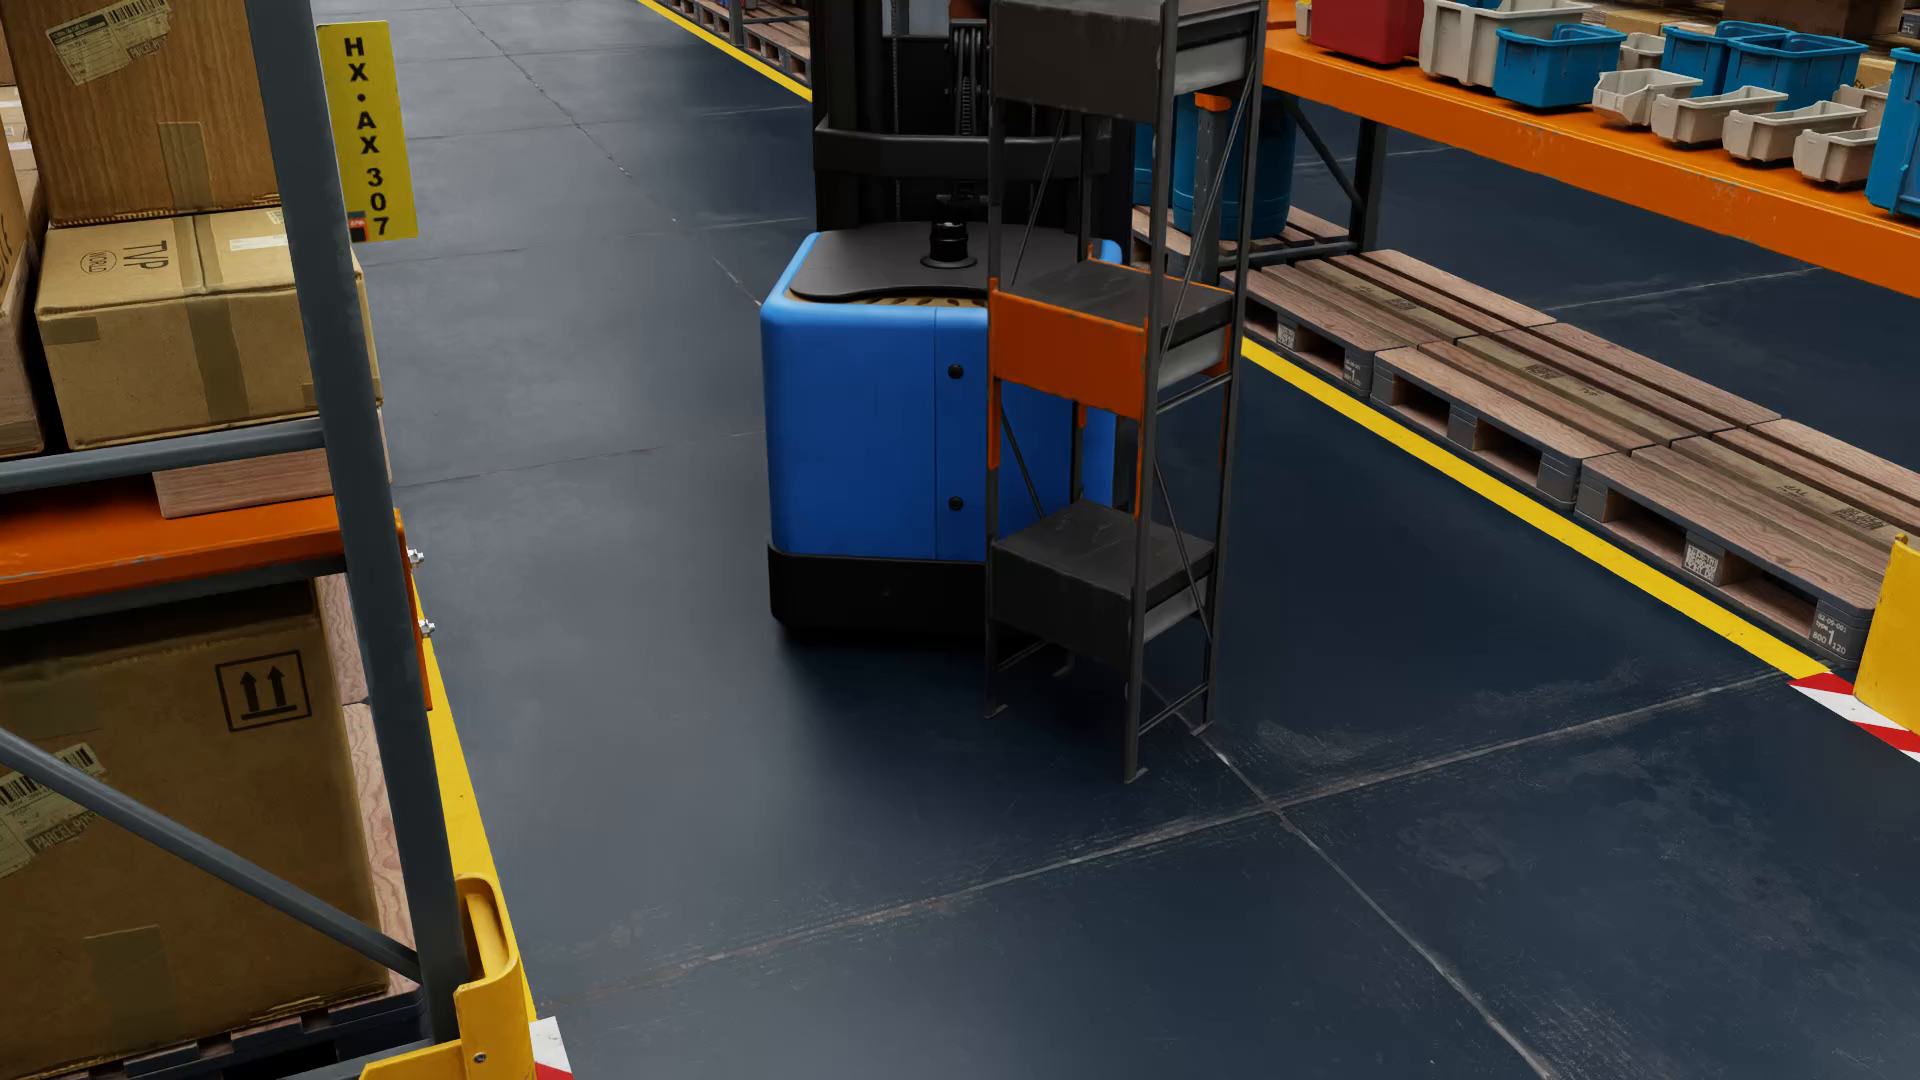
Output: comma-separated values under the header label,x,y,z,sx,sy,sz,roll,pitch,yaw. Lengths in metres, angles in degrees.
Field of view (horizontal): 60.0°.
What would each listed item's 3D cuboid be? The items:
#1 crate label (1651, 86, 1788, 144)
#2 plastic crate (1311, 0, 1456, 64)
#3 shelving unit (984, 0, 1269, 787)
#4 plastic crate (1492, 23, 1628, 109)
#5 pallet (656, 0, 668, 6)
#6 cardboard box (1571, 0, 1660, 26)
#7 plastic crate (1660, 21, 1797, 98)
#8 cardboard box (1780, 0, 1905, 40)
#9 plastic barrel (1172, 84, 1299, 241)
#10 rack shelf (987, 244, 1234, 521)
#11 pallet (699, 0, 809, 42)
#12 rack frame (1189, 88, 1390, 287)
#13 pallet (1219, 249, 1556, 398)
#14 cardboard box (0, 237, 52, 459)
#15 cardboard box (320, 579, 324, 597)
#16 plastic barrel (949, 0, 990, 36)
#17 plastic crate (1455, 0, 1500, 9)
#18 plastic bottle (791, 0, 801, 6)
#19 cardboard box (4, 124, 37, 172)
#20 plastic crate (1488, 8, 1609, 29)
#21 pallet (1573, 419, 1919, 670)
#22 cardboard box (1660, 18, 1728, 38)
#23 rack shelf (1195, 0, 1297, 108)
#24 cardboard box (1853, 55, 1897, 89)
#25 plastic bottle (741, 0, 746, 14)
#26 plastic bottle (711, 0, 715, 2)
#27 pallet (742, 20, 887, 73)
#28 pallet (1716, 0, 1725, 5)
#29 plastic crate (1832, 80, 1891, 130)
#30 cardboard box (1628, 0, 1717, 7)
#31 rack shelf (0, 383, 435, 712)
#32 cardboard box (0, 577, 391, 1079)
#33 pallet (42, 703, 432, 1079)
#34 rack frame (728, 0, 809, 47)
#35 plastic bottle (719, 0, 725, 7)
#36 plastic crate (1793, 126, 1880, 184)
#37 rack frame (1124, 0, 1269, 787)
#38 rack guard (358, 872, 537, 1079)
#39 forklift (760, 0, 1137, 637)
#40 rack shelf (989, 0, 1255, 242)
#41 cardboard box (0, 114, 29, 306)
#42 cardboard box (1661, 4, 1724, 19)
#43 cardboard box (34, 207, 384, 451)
label,x,y,z,sx,sy,sz,roll,pitch,yaw
crate label,2.436,-1.379,5.388,0.396,0.136,0.243,-11,28,-21
plastic crate,1.706,-2.212,6.719,0.402,0.464,0.583,-11,28,-21
shelving unit,0.389,-0.428,4.233,0.503,2.100,0.431,21,33,36
plastic crate,2.114,-1.681,5.897,0.416,0.233,0.300,-11,28,-21
pallet,-2.726,-5.799,17.387,1.003,0.211,1.213,-11,28,-21
cardboard box,4.706,-3.655,12.165,0.500,0.500,0.500,-12,28,-22
plastic crate,2.727,-1.705,5.946,0.416,0.233,0.300,-11,28,-21
cardboard box,5.790,-3.461,10.913,0.500,0.250,0.500,-11,28,-20
plastic barrel,1.390,-2.028,8.397,0.600,0.901,0.708,-11,28,-21
rack shelf,0.389,-0.416,4.239,0.480,0.518,0.431,21,33,36
pallet,-1.770,-4.814,15.370,1.003,0.211,1.213,-11,28,-21
rack frame,1.587,-2.559,7.573,1.000,3.000,0.127,-11,28,-21
pallet,1.911,-1.016,7.591,1.003,0.211,1.213,-11,28,-21
cardboard box,-1.837,-0.310,2.798,0.500,0.250,0.500,-11,28,-21
cardboard box,-2.433,-0.299,4.886,0.875,0.875,0.875,-11,28,-21
plastic barrel,0.228,-3.193,10.866,0.600,0.830,0.708,-11,28,-21
plastic crate,2.084,-2.449,7.298,0.392,0.384,0.575,-11,28,-21
plastic bottle,-1.516,-5.077,15.325,0.061,0.283,0.133,-11,28,-21
cardboard box,-2.235,-0.720,3.638,0.500,0.250,0.500,-12,28,-22
plastic crate,2.273,-2.057,6.789,0.437,0.125,0.590,-11,28,-21
pallet,2.867,-0.031,5.573,1.003,0.211,1.213,-11,28,-21
cardboard box,5.107,-3.242,11.319,0.500,0.500,0.500,-12,28,-22
rack shelf,0.804,-3.044,9.385,1.077,0.370,4.000,-11,28,-21
cardboard box,5.690,-2.633,10.072,0.500,0.500,0.500,-11,28,-21
plastic bottle,-1.974,-4.822,14.896,0.097,0.201,0.097,0,26,0
plastic bottle,-2.264,-5.215,15.529,0.144,0.351,0.185,-11,28,-21
pallet,-1.202,-4.226,14.164,1.003,0.211,1.213,-11,28,-21
pallet,8.358,-5.431,16.633,1.003,0.211,1.213,-11,28,-21
plastic crate,3.045,-1.427,5.486,0.250,0.136,0.298,-11,28,-21
cardboard box,5.188,-4.076,12.172,0.500,0.250,0.500,-9,28,-19
rack shelf,-2.187,-0.578,4.334,1.077,0.370,4.000,-11,28,-21
cardboard box,-1.728,0.428,3.398,0.875,0.875,0.875,-11,28,-21
pallet,-1.789,0.850,3.768,1.003,0.211,1.213,-11,28,-21
rack frame,-1.545,-5.789,14.188,1.000,3.000,0.127,-11,28,-21
plastic bottle,-2.138,-5.084,15.262,0.144,0.351,0.185,-12,29,-23
plastic crate,2.668,-1.151,4.921,0.396,0.136,0.243,-11,28,-21
rack frame,0.572,-0.357,4.089,0.015,2.100,0.400,21,33,36
rack guard,-1.394,1.039,3.051,1.175,0.500,0.348,-11,28,-21
forklift,0.073,-1.634,5.756,1.130,2.935,3.031,2,26,5
rack shelf,0.389,-1.045,3.932,0.480,0.518,0.431,21,33,36
cardboard box,-1.836,-0.648,2.636,0.500,0.500,0.500,-10,28,-20
cardboard box,5.365,-3.552,11.954,0.500,0.500,0.500,-12,28,-22
cardboard box,-1.343,-0.400,2.982,0.500,0.250,0.500,-11,28,-22
